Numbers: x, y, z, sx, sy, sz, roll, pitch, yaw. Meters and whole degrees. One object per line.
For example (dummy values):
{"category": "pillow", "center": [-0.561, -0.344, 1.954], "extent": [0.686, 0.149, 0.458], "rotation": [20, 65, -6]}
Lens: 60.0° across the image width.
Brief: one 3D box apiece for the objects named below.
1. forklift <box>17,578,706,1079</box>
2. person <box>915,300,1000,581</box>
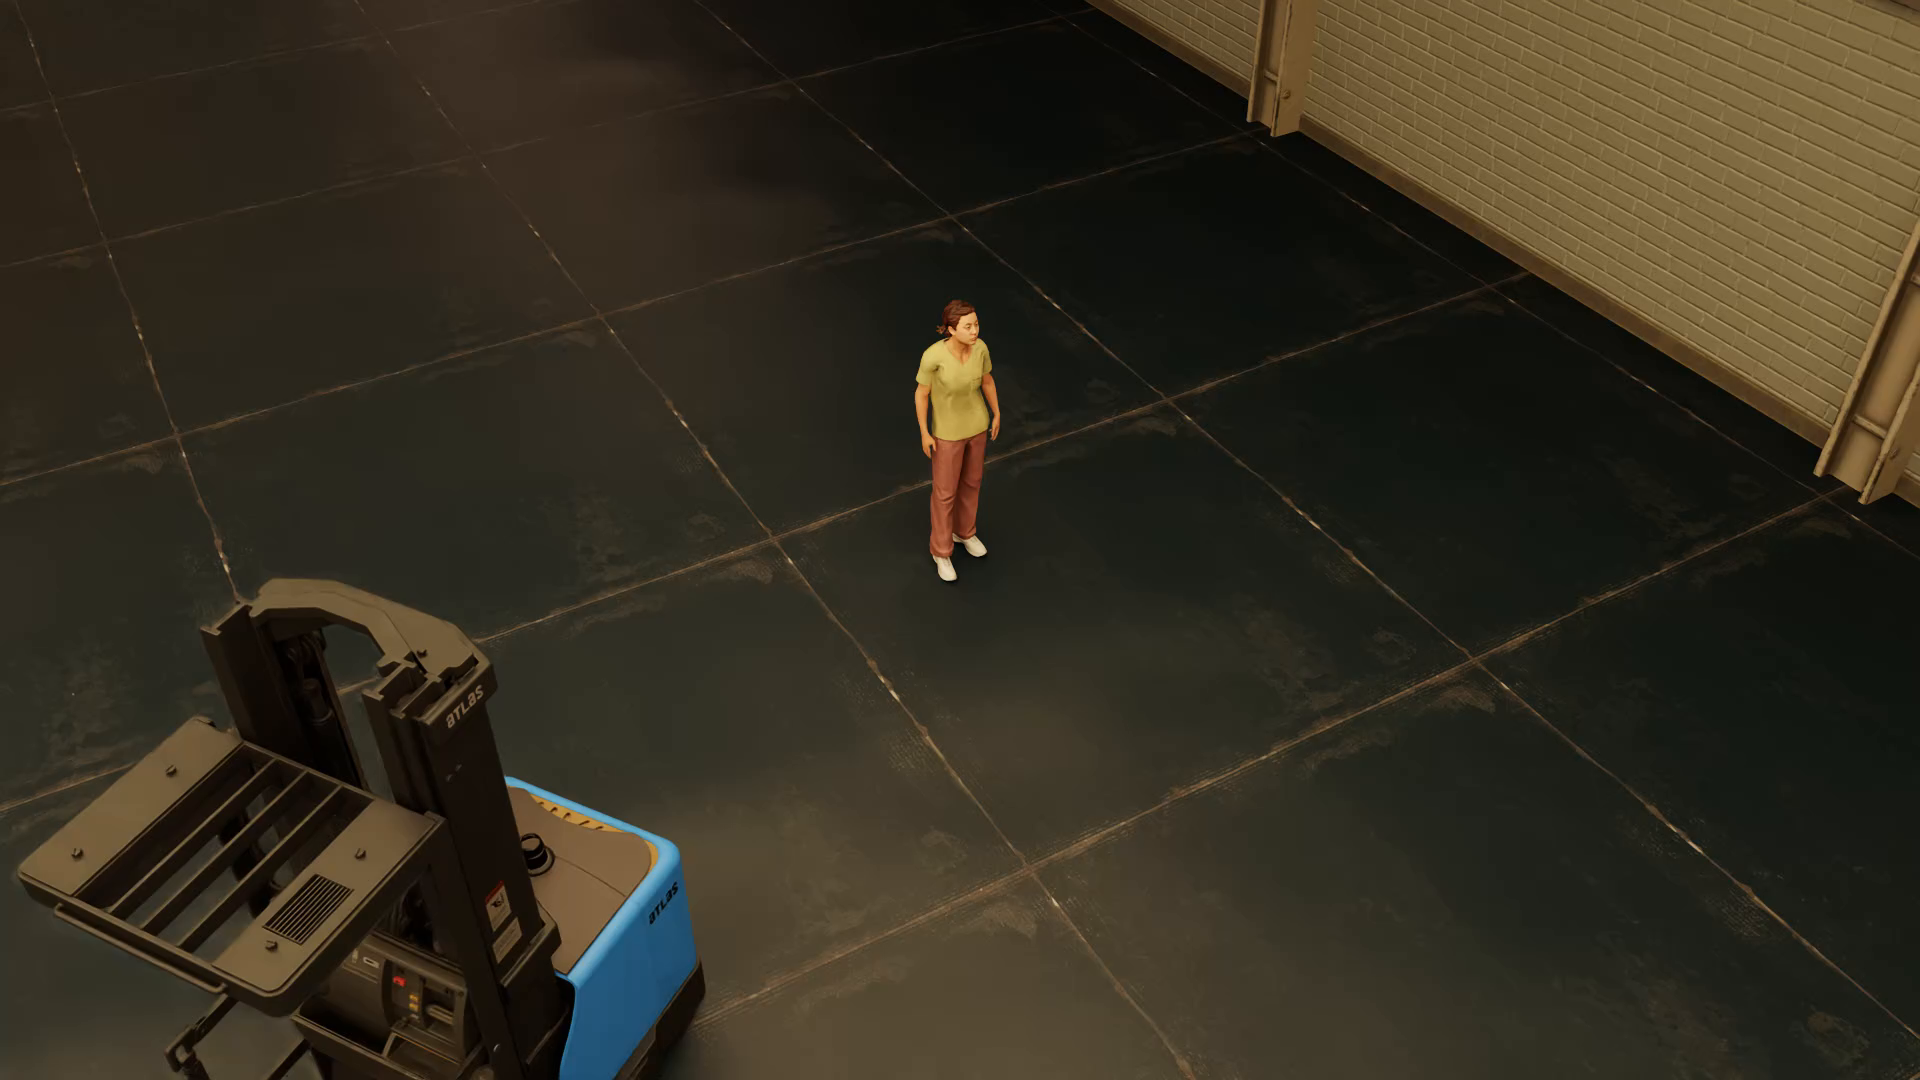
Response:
{"category": "forklift", "center": [-2.275, 1.710, 5.974], "extent": [1.130, 2.935, 3.031], "rotation": [17, 43, 20]}
{"category": "person", "center": [0.027, -0.606, 9.738], "extent": [0.553, 1.673, 0.548], "rotation": [-20, 44, -23]}
